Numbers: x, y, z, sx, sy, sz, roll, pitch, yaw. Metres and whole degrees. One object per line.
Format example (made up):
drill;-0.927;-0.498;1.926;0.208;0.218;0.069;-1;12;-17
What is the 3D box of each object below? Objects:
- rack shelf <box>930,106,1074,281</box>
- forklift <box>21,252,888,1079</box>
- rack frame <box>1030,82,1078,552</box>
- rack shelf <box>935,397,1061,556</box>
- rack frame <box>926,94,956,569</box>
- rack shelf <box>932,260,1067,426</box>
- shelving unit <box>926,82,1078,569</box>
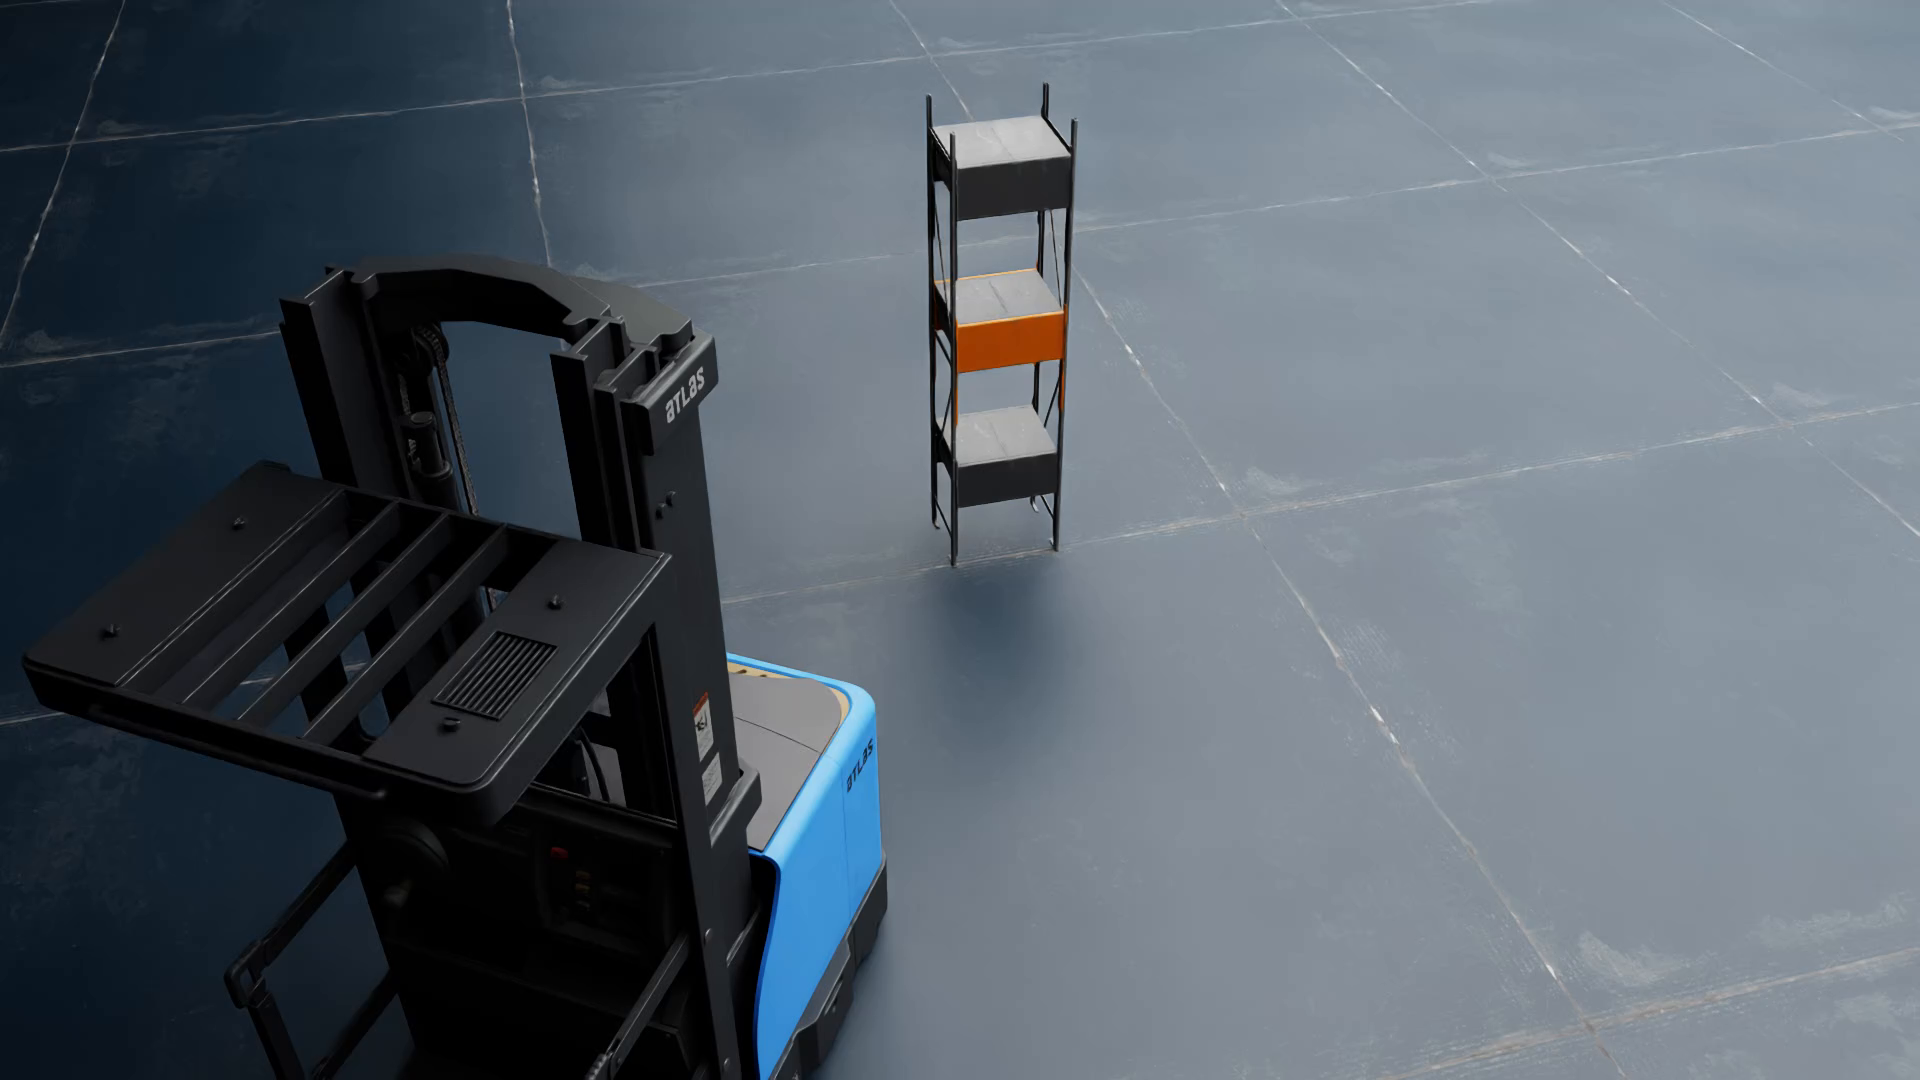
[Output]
rack shelf;0.160;-1.405;6.729;0.480;0.518;0.431;-9;38;-12
forklift;-1.237;0.910;4.148;1.130;2.935;3.031;12;39;16
rack frame;0.395;-0.899;7.197;0.015;2.100;0.400;-9;38;-12
rack shelf;0.160;-0.293;7.580;0.480;0.518;0.431;-9;38;-12
rack frame;-0.076;-0.822;7.096;0.015;2.100;0.400;-9;38;-12
rack shelf;0.160;-0.849;7.155;0.480;0.518;0.431;-9;38;-12
shelving unit;0.160;-0.860;7.146;0.503;2.100;0.431;-9;38;-12
